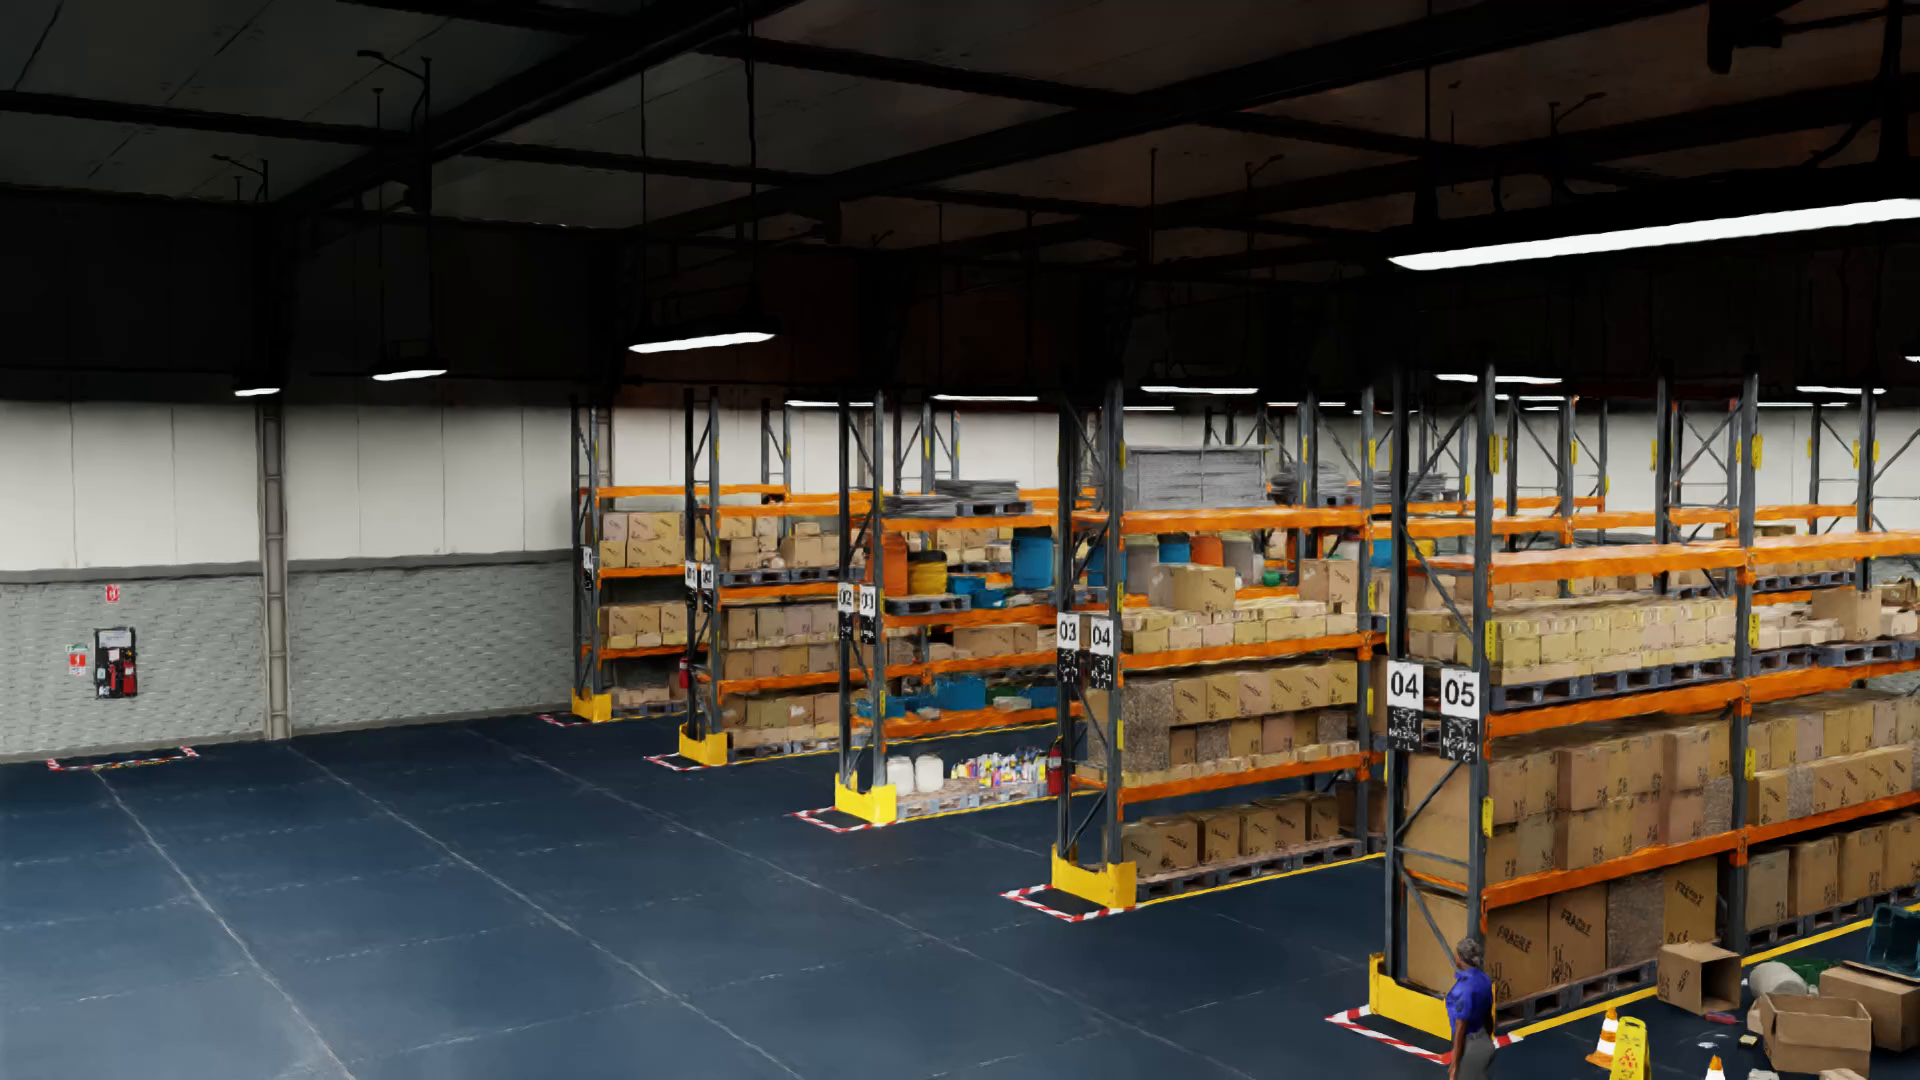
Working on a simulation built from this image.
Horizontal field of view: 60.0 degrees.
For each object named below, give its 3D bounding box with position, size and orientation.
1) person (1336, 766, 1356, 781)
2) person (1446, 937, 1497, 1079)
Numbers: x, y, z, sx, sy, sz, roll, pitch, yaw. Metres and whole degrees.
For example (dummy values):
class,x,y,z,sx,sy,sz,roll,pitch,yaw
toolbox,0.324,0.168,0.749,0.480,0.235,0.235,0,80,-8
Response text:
class,x,y,z,sx,sy,sz,roll,pitch,yaw
person,5.976,2.744,25.287,0.627,1.768,0.569,0,3,-5
person,3.595,3.632,11.774,0.601,1.631,0.593,3,4,36
